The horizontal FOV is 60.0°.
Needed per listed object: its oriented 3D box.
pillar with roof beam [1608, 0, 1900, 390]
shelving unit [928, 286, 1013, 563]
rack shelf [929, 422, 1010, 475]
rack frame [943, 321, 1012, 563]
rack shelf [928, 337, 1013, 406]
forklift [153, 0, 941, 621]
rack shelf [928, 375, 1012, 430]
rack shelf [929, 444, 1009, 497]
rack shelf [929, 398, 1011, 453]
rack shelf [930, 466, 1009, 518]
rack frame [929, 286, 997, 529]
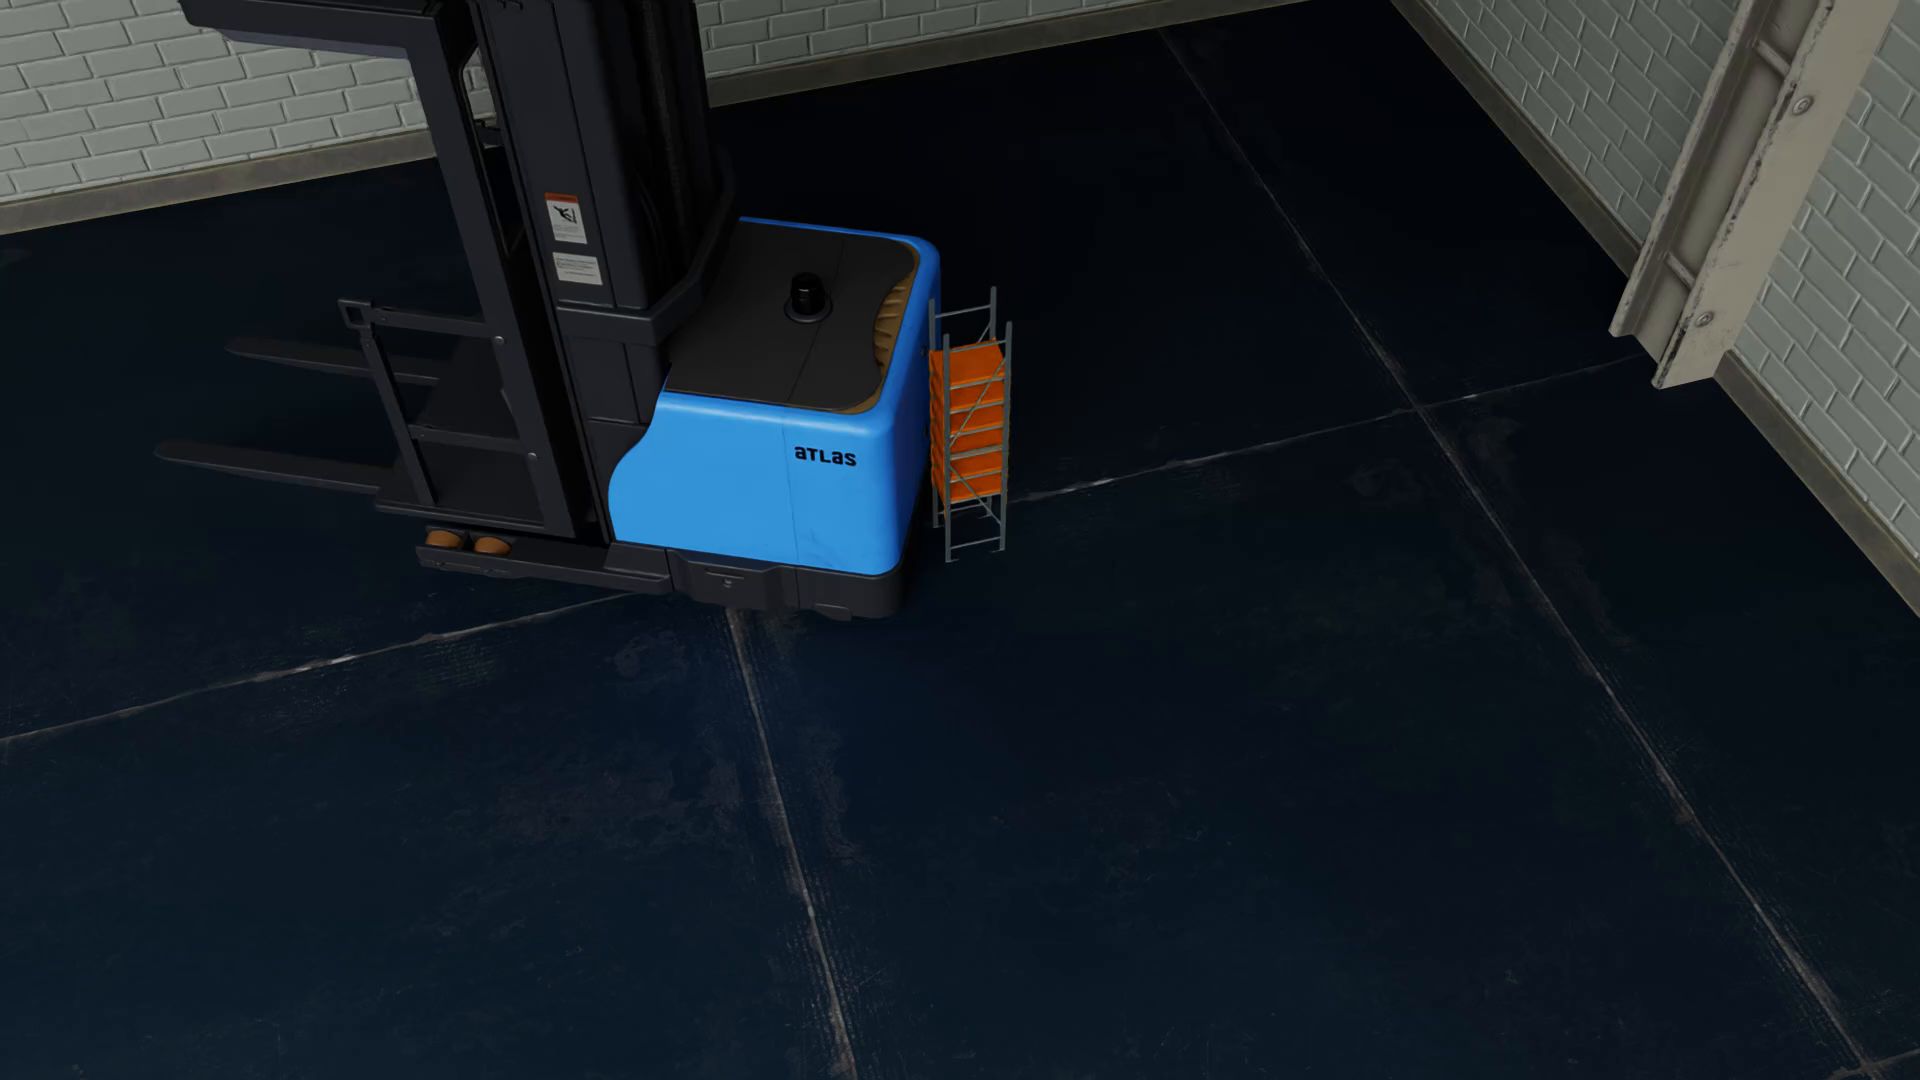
[{"bbox_3d":[-1.056,-2.746,2.969,9.100,9.000,0.400,-13,51,-11],"label":"pillar with roof beam"},{"bbox_3d":[0.035,-0.390,6.084,0.258,1.200,0.189,-12,51,-10],"label":"shelving unit"},{"bbox_3d":[0.035,-0.362,6.118,0.258,0.103,0.180,-12,51,-10],"label":"rack shelf"},{"bbox_3d":[0.060,-0.323,6.027,0.240,1.200,0.006,-12,51,-10],"label":"rack frame"},{"bbox_3d":[0.035,-0.594,5.843,0.258,0.103,0.180,-12,51,-10],"label":"rack shelf"},{"bbox_3d":[-1.624,-1.190,5.626,3.031,2.935,1.130,8,50,6],"label":"forklift"},{"bbox_3d":[0.035,-0.516,5.934,0.258,0.103,0.180,-12,51,-10],"label":"rack shelf"},{"bbox_3d":[0.035,-0.284,6.210,0.258,0.103,0.180,-12,51,-10],"label":"rack shelf"},{"bbox_3d":[0.035,-0.439,6.026,0.258,0.103,0.180,-12,51,-10],"label":"rack shelf"},{"bbox_3d":[0.035,-0.207,6.301,0.258,0.103,0.180,-12,51,-10],"label":"rack shelf"},{"bbox_3d":[0.009,-0.458,6.141,0.240,1.200,0.006,-12,51,-10],"label":"rack frame"}]
